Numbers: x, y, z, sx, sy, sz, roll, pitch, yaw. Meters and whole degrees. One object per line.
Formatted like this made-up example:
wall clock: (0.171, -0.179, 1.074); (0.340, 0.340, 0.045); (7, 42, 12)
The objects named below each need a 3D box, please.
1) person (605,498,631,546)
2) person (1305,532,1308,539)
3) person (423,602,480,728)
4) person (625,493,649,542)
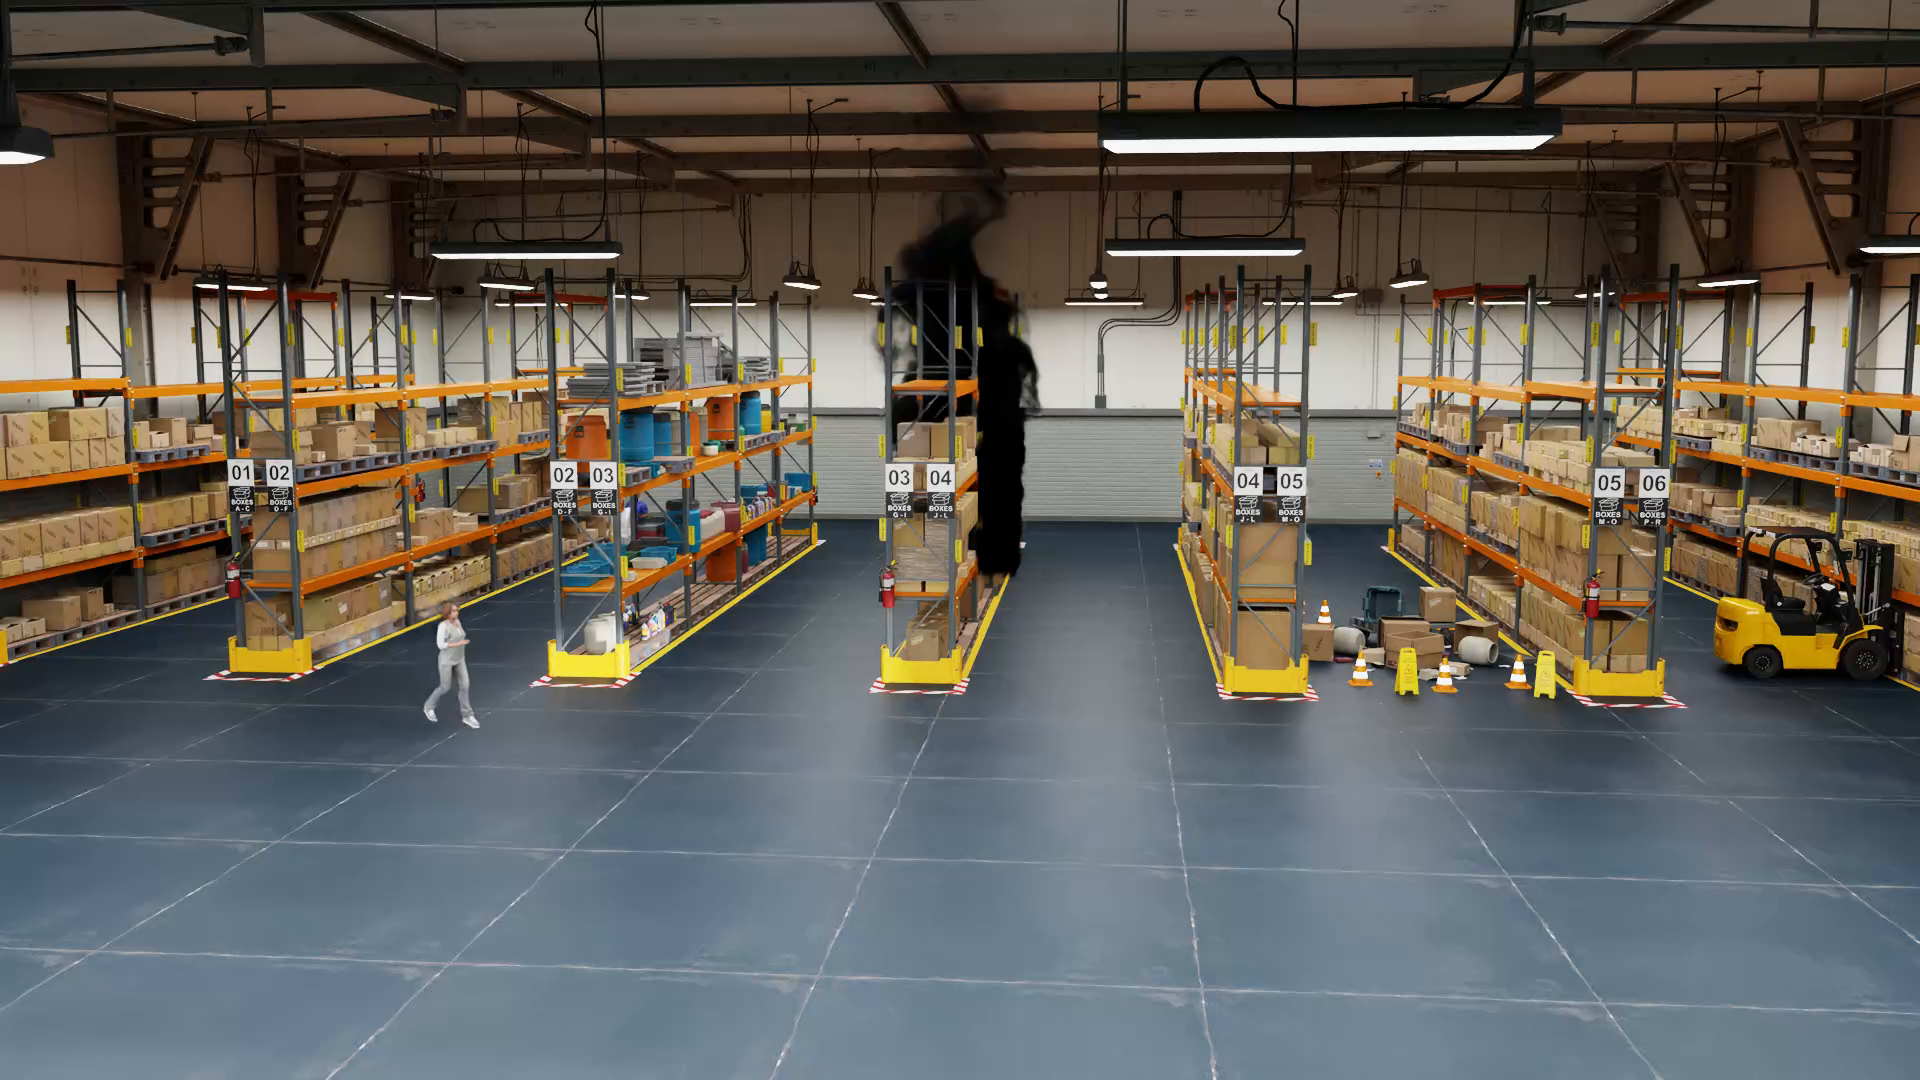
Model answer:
person: (-7.068, -0.068, 34.670); (0.665, 1.735, 0.590); (0, 7, -2)
person: (8.072, -0.750, 40.557); (0.860, 1.672, 0.572); (1, 7, 11)
person: (-6.571, 1.644, 21.410); (0.831, 1.513, 0.566); (3, 8, 23)
person: (-7.123, -0.280, 36.622); (0.576, 1.639, 0.912); (0, 7, -2)
